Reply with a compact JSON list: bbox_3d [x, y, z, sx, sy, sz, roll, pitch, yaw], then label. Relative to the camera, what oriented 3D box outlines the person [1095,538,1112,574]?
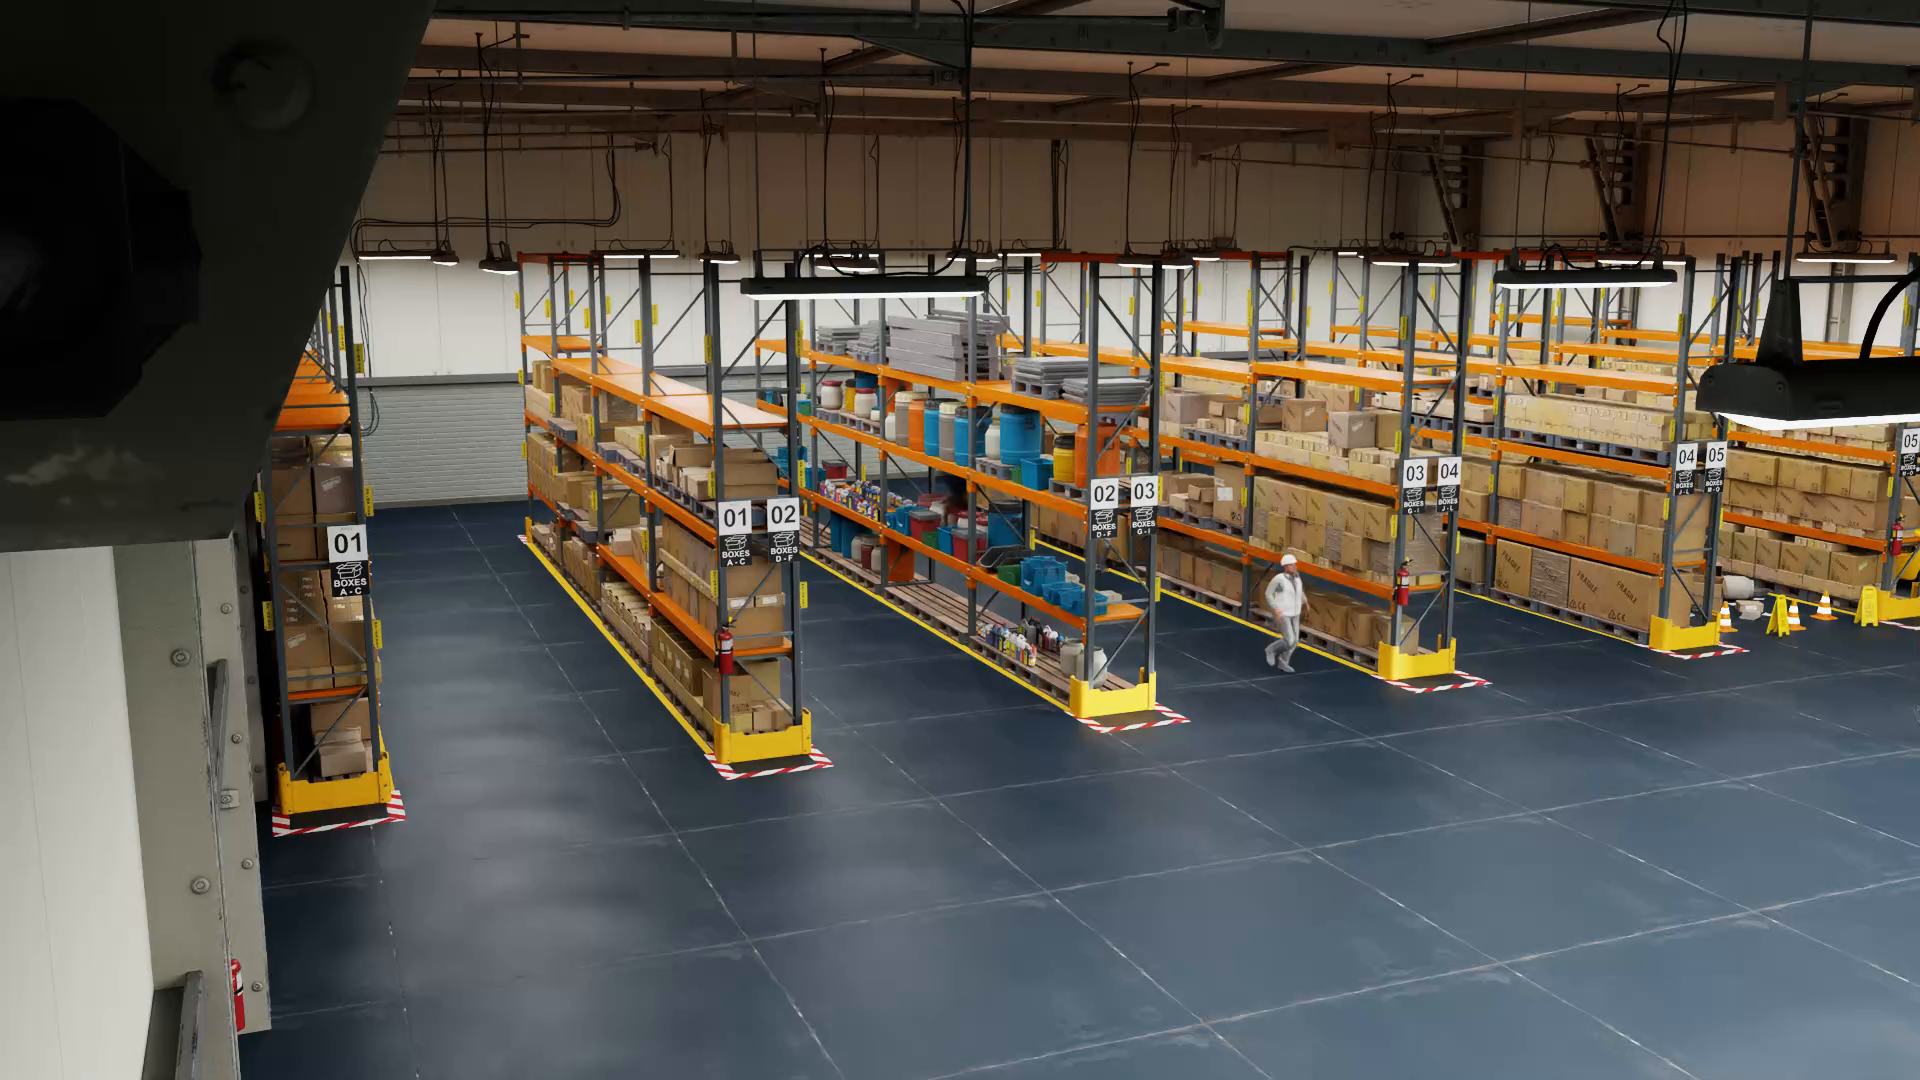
[{"bbox_3d":[2.579,-0.225,30.106,0.594,1.737,0.634,-4,11,-21],"label":"person"}]

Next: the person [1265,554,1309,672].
[{"bbox_3d":[4.809,1.069,24.399,0.676,1.743,0.576,-7,13,-35],"label":"person"}]
